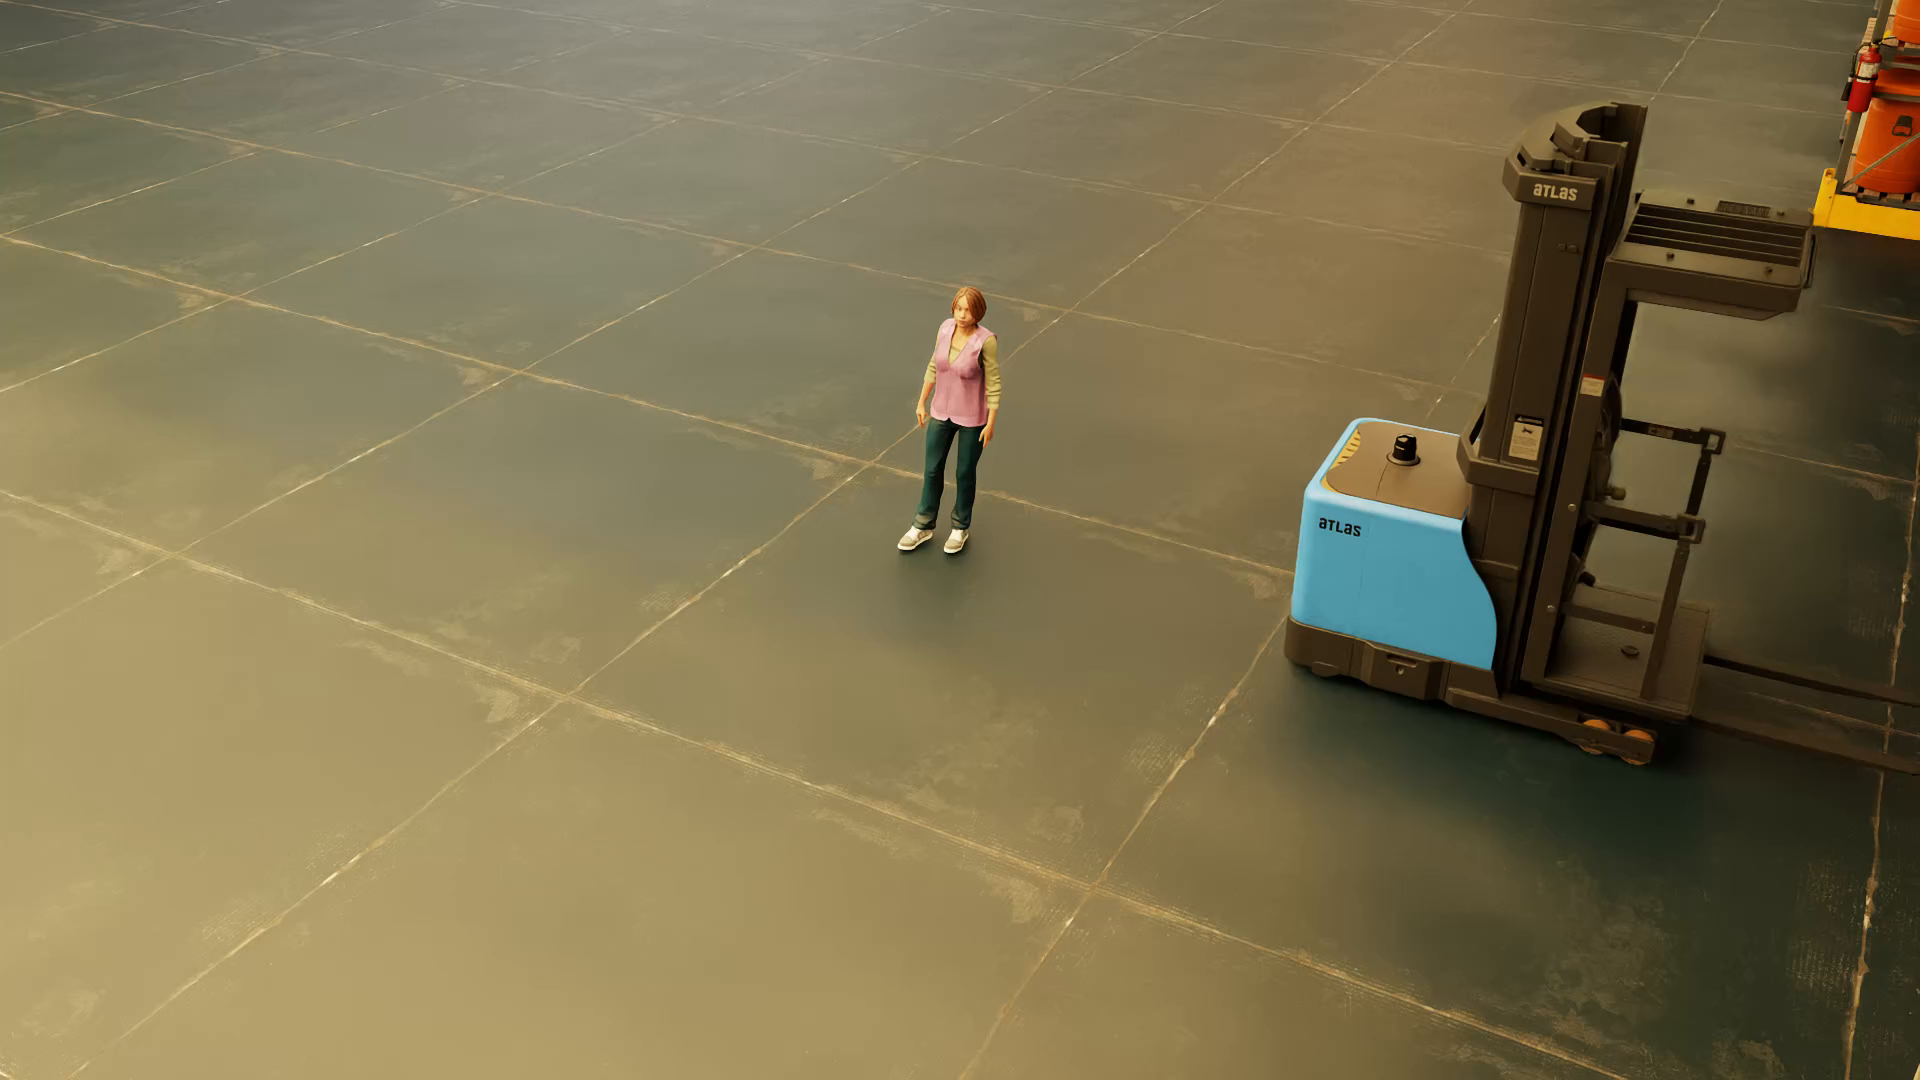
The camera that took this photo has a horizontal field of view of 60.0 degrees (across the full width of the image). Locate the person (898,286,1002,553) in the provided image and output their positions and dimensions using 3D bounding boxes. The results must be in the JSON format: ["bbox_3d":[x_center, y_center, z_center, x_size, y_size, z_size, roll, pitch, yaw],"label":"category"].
[{"bbox_3d":[-0.048,-0.668,9.549,0.521,1.599,0.473,15,33,25],"label":"person"}]

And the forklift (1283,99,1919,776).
[{"bbox_3d":[3.269,-0.478,7.899,3.031,2.935,1.130,14,33,23],"label":"forklift"}]
